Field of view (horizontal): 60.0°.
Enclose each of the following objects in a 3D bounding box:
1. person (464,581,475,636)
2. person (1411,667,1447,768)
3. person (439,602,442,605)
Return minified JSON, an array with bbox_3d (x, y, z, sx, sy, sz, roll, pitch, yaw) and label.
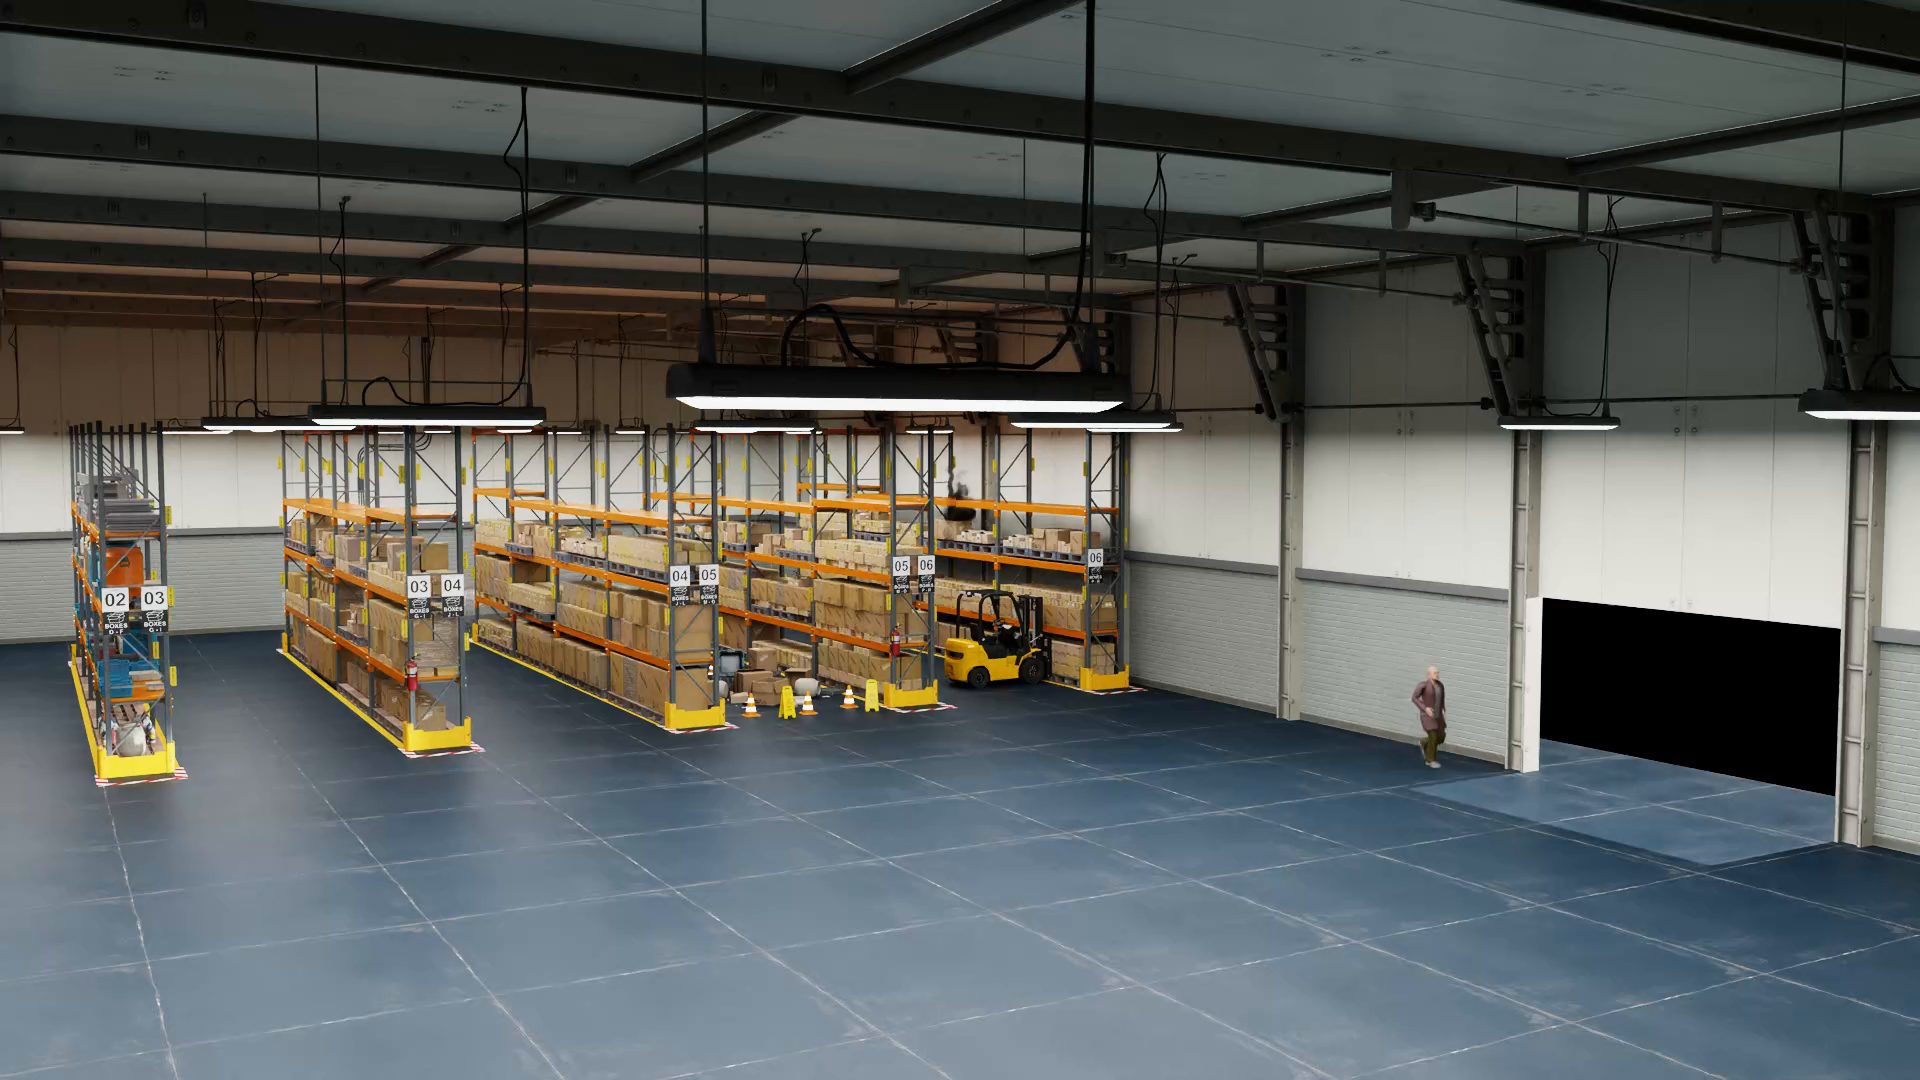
[{"bbox_3d":[-14.028,1.975,47.551,0.656,1.659,0.657,3,5,41],"label":"person"},{"bbox_3d":[8.163,3.065,28.950,0.722,1.746,0.644,-2,4,-27],"label":"person"},{"bbox_3d":[-14.699,1.986,47.374,0.865,1.611,0.777,-2,4,-30],"label":"person"}]
